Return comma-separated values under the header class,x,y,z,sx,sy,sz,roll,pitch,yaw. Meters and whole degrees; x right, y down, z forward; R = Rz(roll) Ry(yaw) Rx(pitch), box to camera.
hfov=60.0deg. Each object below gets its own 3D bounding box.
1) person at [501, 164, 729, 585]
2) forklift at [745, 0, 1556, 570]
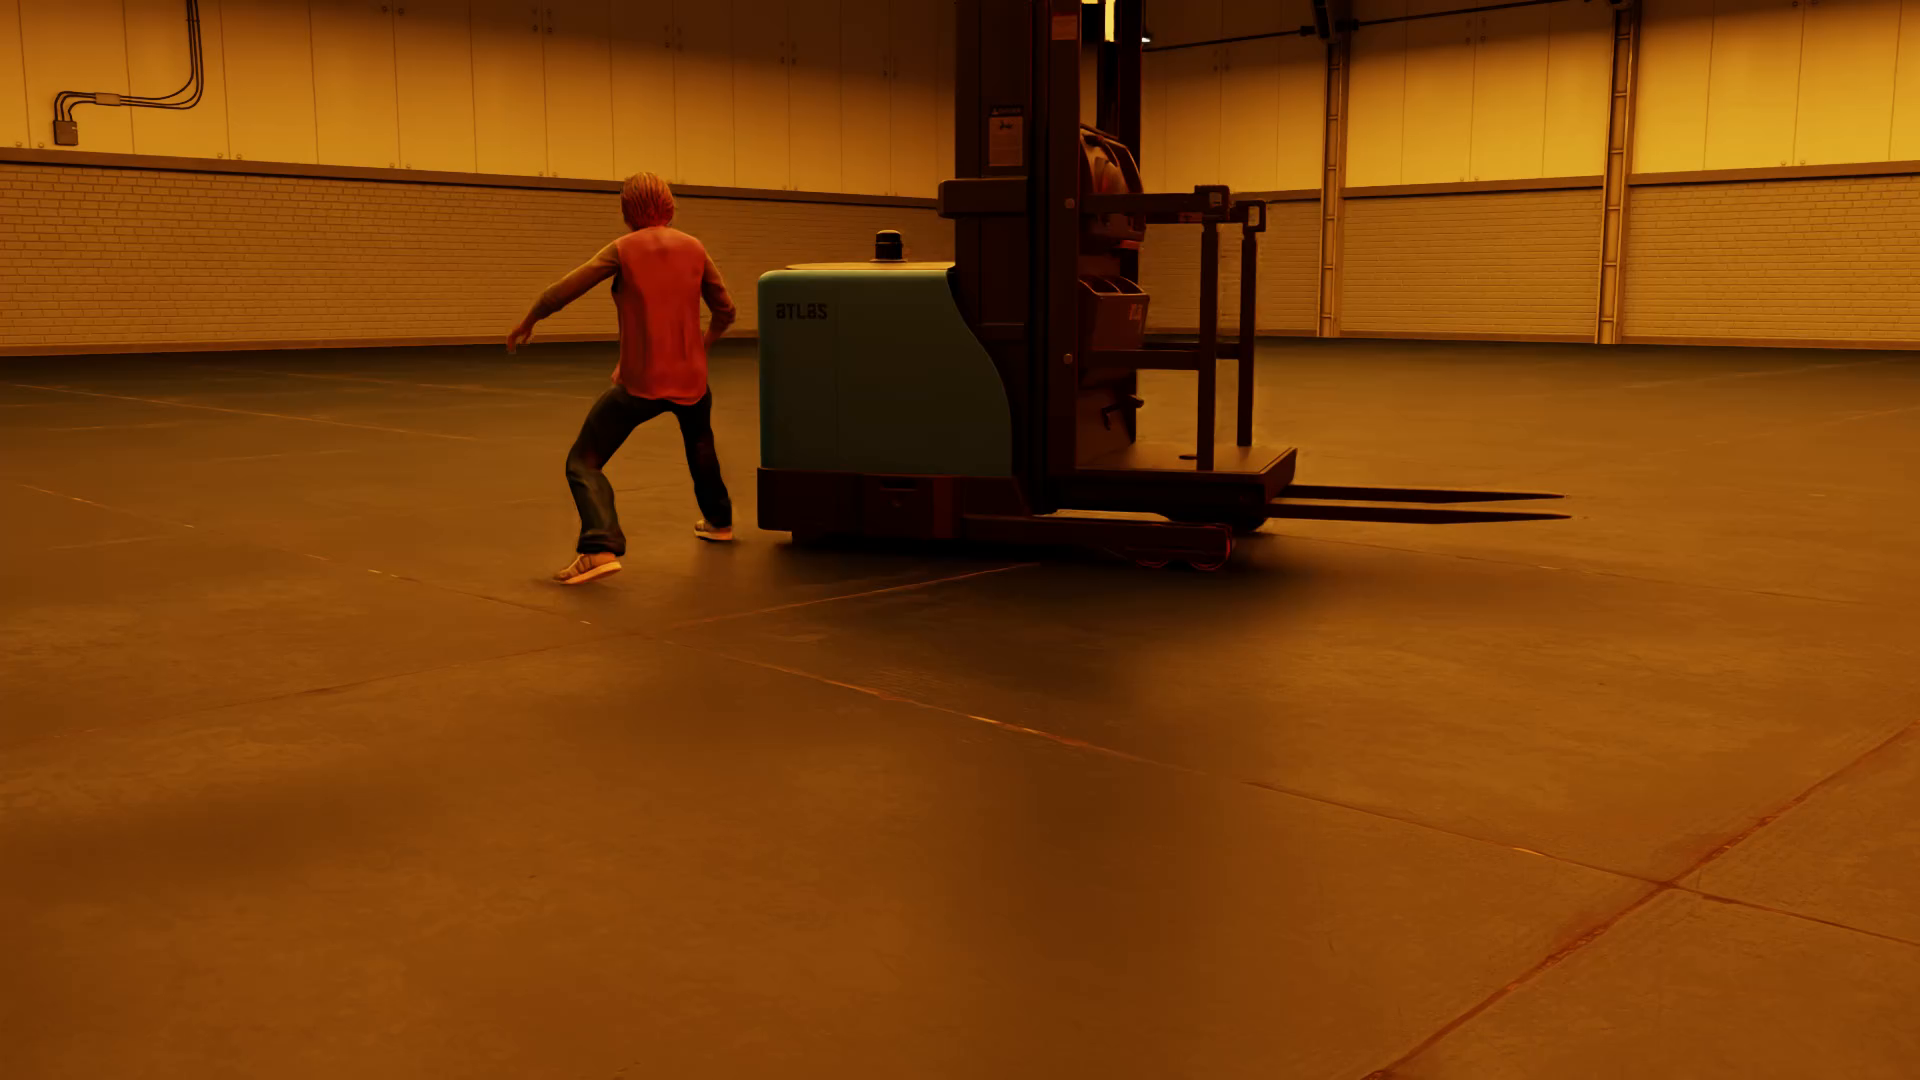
class,x,y,z,sx,sy,sz,roll,pitch,yaw
person,-1.168,-0.604,5.988,0.854,1.468,0.736,-6,10,-33
forklift,0.729,-1.428,6.359,3.031,2.935,1.130,3,9,17
